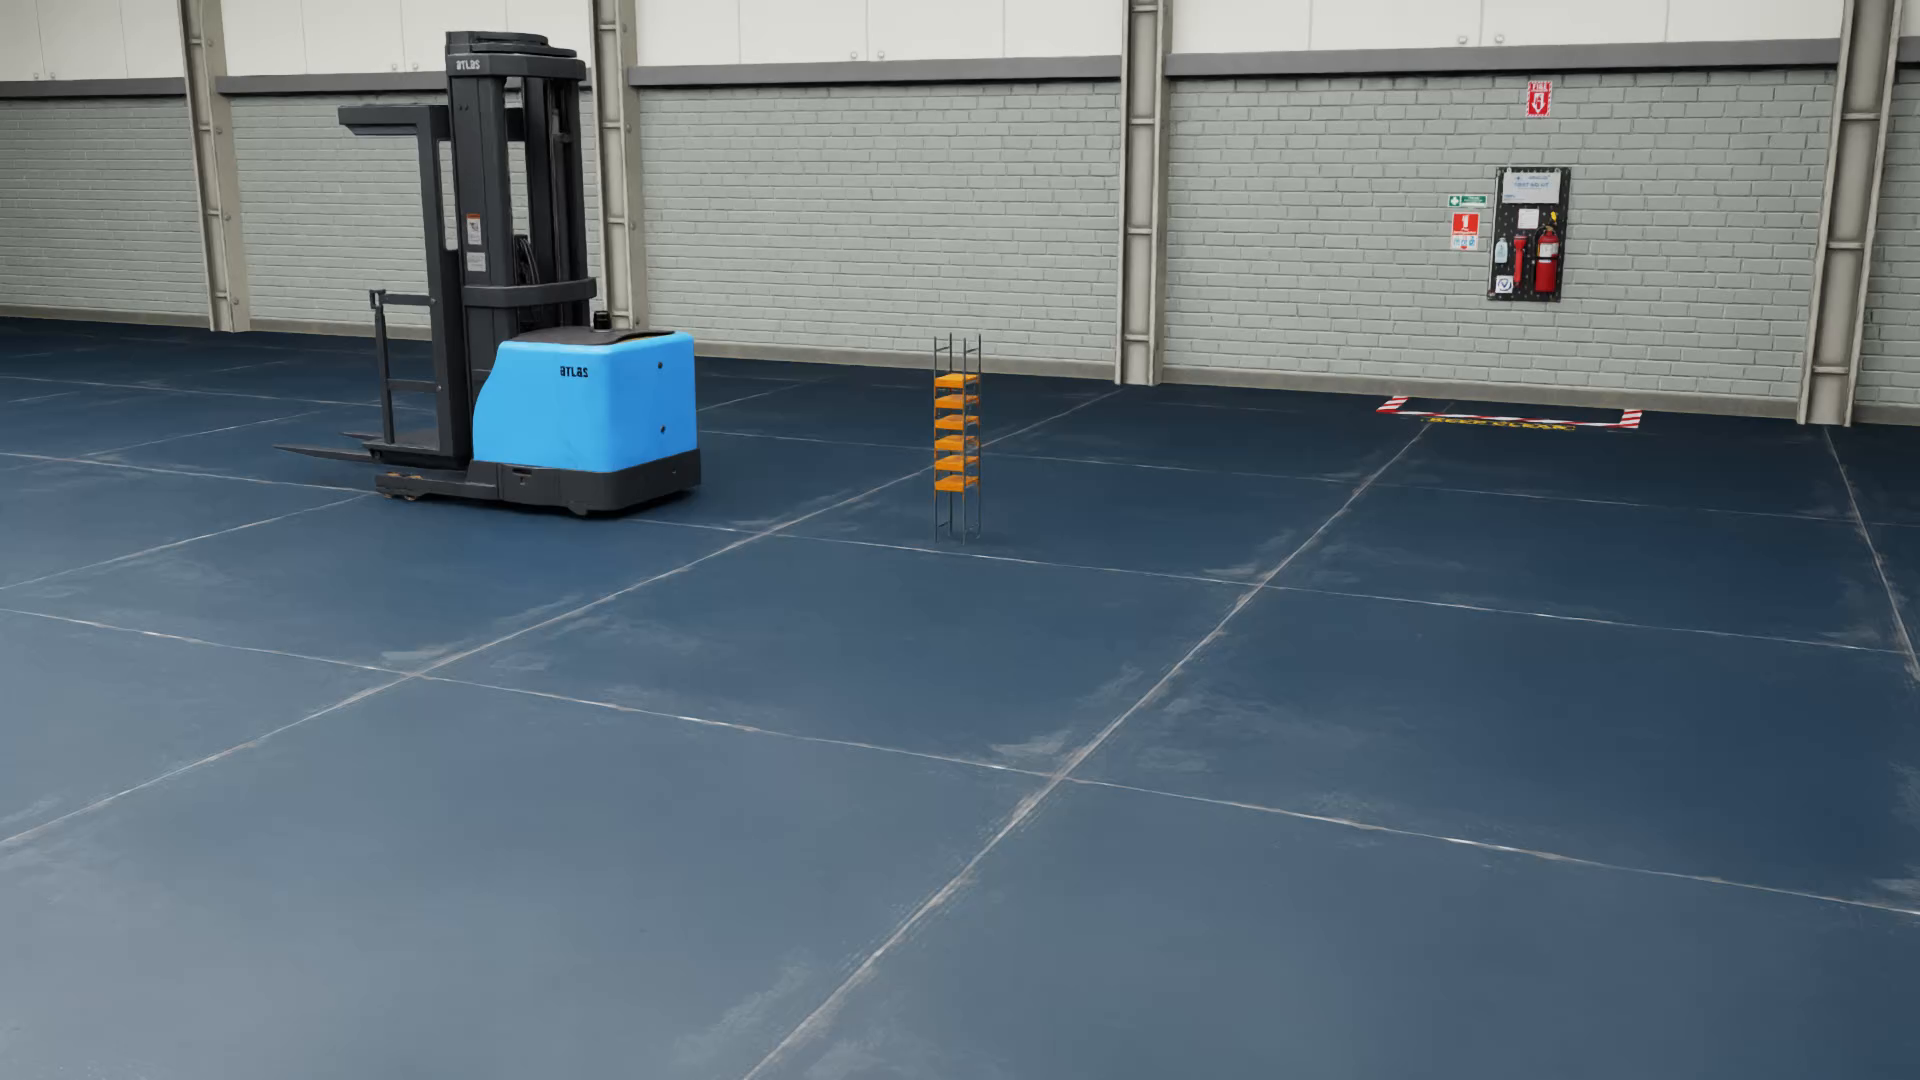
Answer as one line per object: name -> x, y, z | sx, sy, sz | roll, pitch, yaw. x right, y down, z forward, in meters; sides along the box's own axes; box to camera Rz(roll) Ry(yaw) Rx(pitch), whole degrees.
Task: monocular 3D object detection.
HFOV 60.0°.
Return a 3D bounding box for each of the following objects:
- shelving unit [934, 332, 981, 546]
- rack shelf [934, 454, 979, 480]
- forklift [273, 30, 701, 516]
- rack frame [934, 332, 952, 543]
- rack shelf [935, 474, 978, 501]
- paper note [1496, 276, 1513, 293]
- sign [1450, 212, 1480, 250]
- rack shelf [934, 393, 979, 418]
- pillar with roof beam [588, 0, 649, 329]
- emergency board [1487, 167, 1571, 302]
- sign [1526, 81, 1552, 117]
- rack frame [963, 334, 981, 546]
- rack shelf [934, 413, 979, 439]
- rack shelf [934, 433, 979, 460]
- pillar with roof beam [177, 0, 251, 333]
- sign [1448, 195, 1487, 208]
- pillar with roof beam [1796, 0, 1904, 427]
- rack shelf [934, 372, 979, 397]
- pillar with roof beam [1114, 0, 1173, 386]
shelving unit -> -0.013, -0.585, 9.623 | 0.189, 1.200, 0.258 | 6, 14, 23
rack shelf -> -0.013, -0.425, 9.661 | 0.180, 0.103, 0.258 | 6, 14, 23
forklift -> -3.276, -1.784, 10.943 | 3.031, 2.935, 1.130 | 6, 15, 25
rack frame -> -0.097, -0.594, 9.660 | 0.006, 1.200, 0.240 | 6, 14, 23
rack shelf -> -0.013, -0.309, 9.688 | 0.180, 0.103, 0.258 | 6, 14, 23
paper note -> 4.861, -2.283, 14.845 | 0.142, 0.148, 0.016 | 6, 14, 23
sign -> 4.531, -2.771, 14.919 | 0.234, 0.329, 0.001 | 6, 14, 23
rack shelf -> -0.013, -0.776, 9.579 | 0.180, 0.103, 0.258 | 6, 14, 23
pillar with roof beam -> -5.477, -5.576, 13.819 | 0.400, 9.000, 9.100 | 6, 14, 23
emergency board -> 4.994, -2.681, 14.613 | 0.643, 1.169, 0.194 | 6, 14, 23
sign -> 5.027, -3.831, 14.440 | 0.199, 0.298, 0.001 | 6, 14, 23
rack frame -> 0.070, -0.577, 9.587 | 0.006, 1.200, 0.240 | 6, 14, 23
rack shelf -> -0.013, -0.659, 9.606 | 0.180, 0.103, 0.258 | 6, 14, 23
rack shelf -> -0.013, -0.542, 9.634 | 0.180, 0.103, 0.258 | 6, 14, 23
pillar with roof beam -> -10.963, -6.131, 16.185 | 0.400, 9.000, 9.100 | 6, 14, 23
sign -> 4.531, -3.026, 14.848 | 0.331, 0.109, 0.001 | 6, 14, 23
pillar with roof beam -> 5.495, -4.466, 9.087 | 0.400, 9.000, 9.100 | 6, 14, 23
rack shelf -> -0.013, -0.893, 9.551 | 0.180, 0.103, 0.258 | 6, 14, 23
pillar with roof beam -> 0.009, -5.021, 11.453 | 0.400, 9.000, 9.100 | 6, 14, 23
